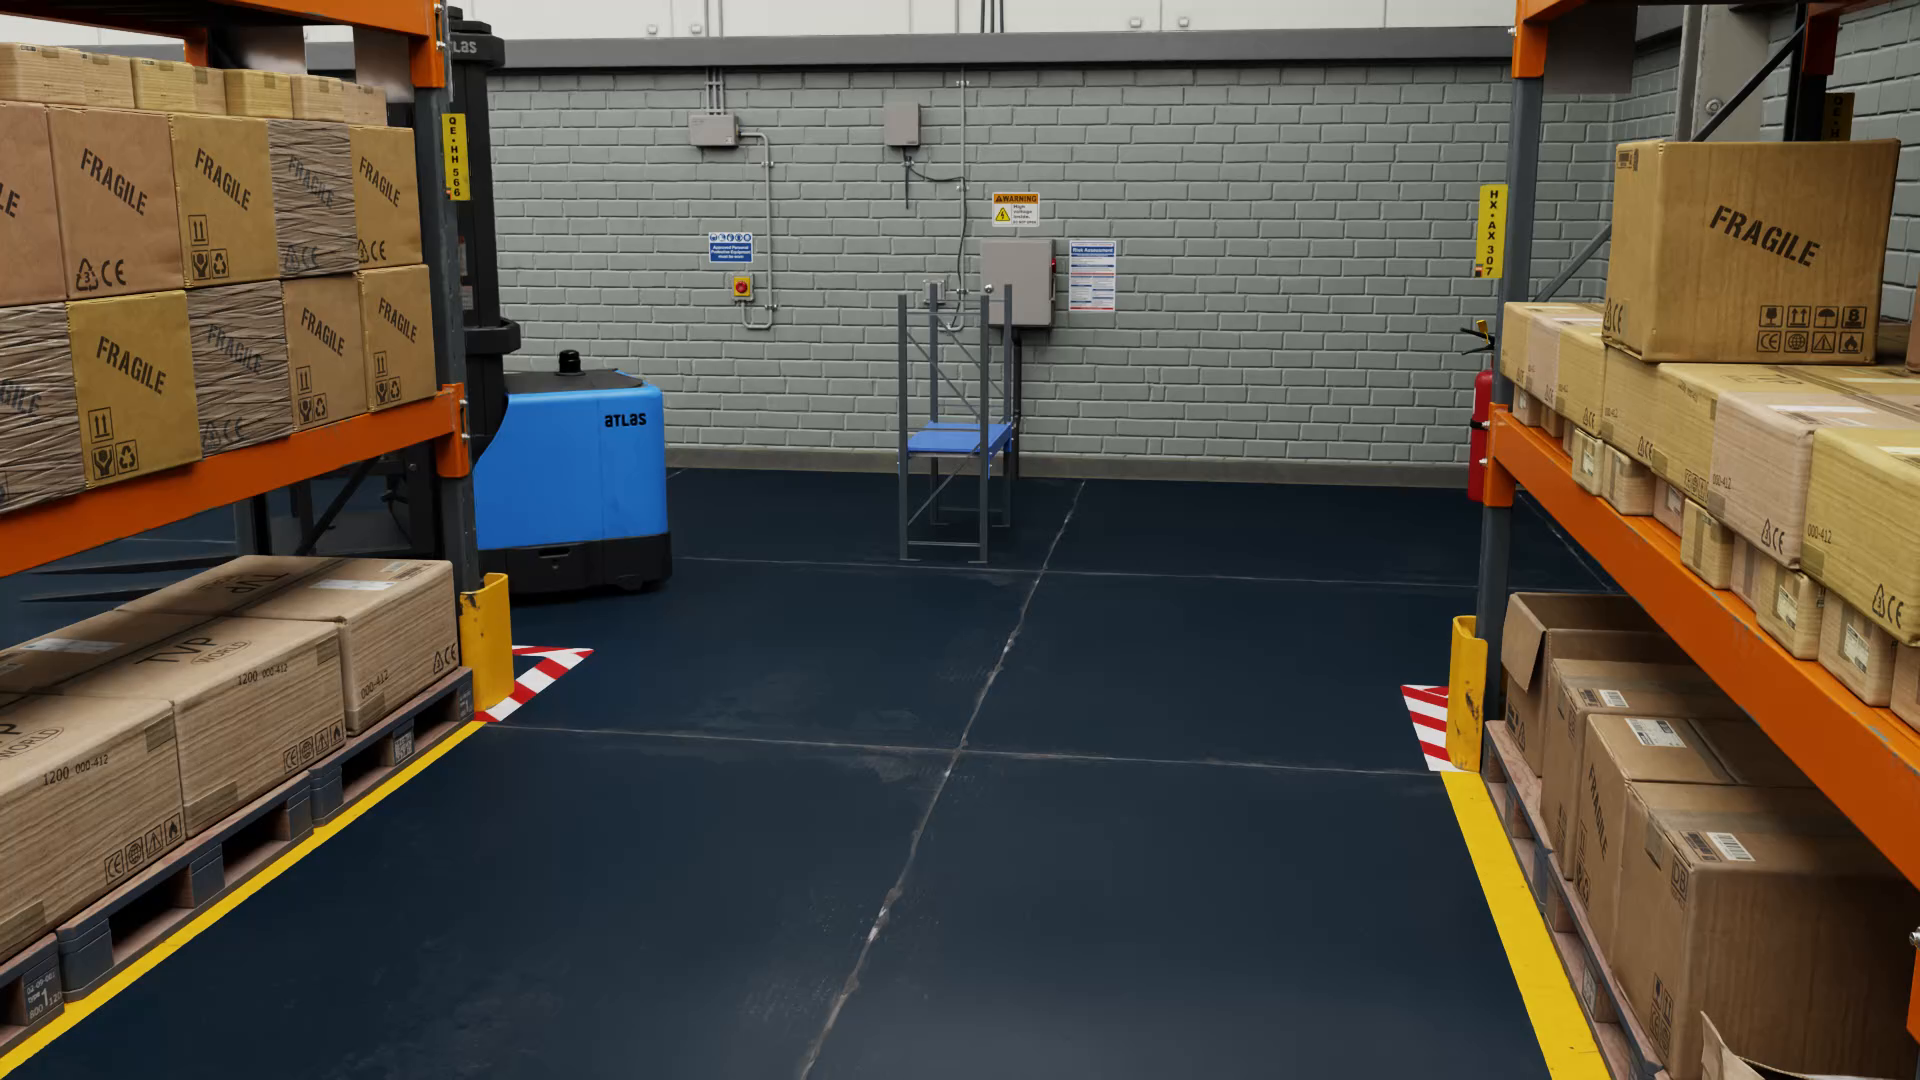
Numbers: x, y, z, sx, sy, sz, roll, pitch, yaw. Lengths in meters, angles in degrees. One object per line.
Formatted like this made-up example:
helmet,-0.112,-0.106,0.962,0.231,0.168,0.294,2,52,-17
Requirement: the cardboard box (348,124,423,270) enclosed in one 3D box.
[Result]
cardboard box,-2.319,-1.244,6.036,0.500,0.500,0.500,2,12,11

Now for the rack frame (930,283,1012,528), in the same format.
rack frame,0.065,-0.821,10.244,0.500,1.500,0.032,2,12,9

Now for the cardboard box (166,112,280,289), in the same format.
cardboard box,-2.450,-1.032,5.049,0.500,0.500,0.500,2,12,8

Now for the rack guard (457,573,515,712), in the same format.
rack guard,-2.476,0.402,6.940,1.175,0.500,0.348,2,12,9

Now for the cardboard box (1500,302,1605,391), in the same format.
cardboard box,2.089,-0.641,5.497,0.500,0.250,0.500,2,12,9

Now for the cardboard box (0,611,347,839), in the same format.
cardboard box,-2.615,0.564,5.341,0.875,0.438,0.875,2,12,10

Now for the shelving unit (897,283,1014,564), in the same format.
shelving unit,-0.013,-0.715,9.753,0.538,1.500,1.048,2,12,9

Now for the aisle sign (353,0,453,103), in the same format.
aisle sign,-2.163,-2.090,6.402,0.394,0.787,0.004,2,12,9

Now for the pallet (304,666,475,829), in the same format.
pallet,-2.526,0.718,6.163,1.003,0.211,1.213,2,12,9

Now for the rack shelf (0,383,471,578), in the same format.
rack shelf,-2.788,-0.047,4.797,1.077,0.370,4.000,2,12,9

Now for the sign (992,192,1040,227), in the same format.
sign,0.394,-2.339,11.768,0.339,0.242,0.001,2,12,9

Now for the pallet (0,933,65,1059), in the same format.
pallet,-2.901,1.225,3.806,1.003,0.211,1.213,2,12,9

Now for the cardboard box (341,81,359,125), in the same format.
cardboard box,-2.353,-1.535,5.843,0.380,0.149,0.250,2,12,10

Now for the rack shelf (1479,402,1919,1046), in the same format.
rack shelf,2.117,0.113,4.054,1.077,0.370,4.000,2,12,9

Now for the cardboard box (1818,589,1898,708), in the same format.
cardboard box,1.628,0.171,2.674,0.380,0.149,0.250,2,12,10

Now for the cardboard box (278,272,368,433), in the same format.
cardboard box,-2.385,-0.650,5.654,0.500,0.500,0.500,2,12,7

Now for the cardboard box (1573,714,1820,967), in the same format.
cardboard box,1.887,0.770,4.238,0.500,0.500,0.500,2,12,10

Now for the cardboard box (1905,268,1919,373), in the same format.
cardboard box,2.302,-0.562,3.351,0.500,0.500,0.500,2,12,7

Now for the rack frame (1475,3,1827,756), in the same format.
rack frame,2.425,-0.655,5.910,1.000,3.000,0.127,2,12,9

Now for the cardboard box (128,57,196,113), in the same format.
cardboard box,-2.480,-1.321,4.851,0.380,0.149,0.250,2,12,10

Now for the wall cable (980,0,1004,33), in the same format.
wall cable,1.606,-4.836,10.983,2.988,3.039,0.133,2,12,9

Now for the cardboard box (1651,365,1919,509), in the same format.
cardboard box,1.799,-0.216,3.526,0.500,0.250,0.500,2,12,8

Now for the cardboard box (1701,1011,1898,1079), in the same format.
cardboard box,1.660,1.110,3.218,0.396,0.266,0.258,2,12,11

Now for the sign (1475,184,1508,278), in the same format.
sign,1.889,-1.095,5.901,0.100,0.325,0.005,2,12,9

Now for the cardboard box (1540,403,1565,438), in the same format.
cardboard box,2.110,-0.418,5.408,0.380,0.149,0.250,2,12,10

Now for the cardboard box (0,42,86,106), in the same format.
cardboard box,-2.538,-1.210,4.339,0.380,0.149,0.250,2,12,9

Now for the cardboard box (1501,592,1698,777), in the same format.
cardboard box,2.237,0.485,5.553,0.797,0.503,0.637,1,12,6

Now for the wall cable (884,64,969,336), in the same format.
wall cable,-0.233,-2.442,11.794,0.588,1.984,0.122,2,12,9

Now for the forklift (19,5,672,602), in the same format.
forklift,-3.082,-1.132,8.288,3.031,2.935,1.130,-5,13,-24

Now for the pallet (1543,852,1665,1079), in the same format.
pallet,2.102,1.144,4.186,1.003,0.211,1.213,2,12,9

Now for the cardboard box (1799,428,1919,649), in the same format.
cardboard box,1.647,-0.008,2.560,0.500,0.250,0.500,2,12,10

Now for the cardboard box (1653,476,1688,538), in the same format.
cardboard box,1.864,-0.094,3.907,0.380,0.149,0.250,2,12,9

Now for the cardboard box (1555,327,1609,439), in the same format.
cardboard box,1.937,-0.430,4.520,0.500,0.250,0.500,2,12,8

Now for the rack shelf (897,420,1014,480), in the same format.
rack shelf,-0.013,-0.540,9.791,0.538,0.185,1.000,2,12,9

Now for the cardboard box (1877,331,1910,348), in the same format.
cardboard box,2.455,-0.412,4.435,0.500,0.250,0.500,2,12,10

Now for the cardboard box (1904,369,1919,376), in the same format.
cardboard box,2.304,-0.200,3.453,0.500,0.250,0.500,2,12,10

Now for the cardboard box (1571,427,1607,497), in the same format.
cardboard box,1.856,-0.206,4.424,0.380,0.149,0.250,2,12,7

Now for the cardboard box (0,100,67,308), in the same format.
cardboard box,-2.609,-0.822,4.077,0.500,0.500,0.500,2,12,10

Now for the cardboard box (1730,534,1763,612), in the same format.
cardboard box,1.711,0.063,3.178,0.380,0.149,0.250,2,12,10

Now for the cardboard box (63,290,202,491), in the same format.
cardboard box,-2.521,-0.435,4.655,0.500,0.500,0.500,2,12,10

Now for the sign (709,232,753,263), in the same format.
sign,-1.674,-2.136,12.141,0.327,0.218,0.001,2,12,9

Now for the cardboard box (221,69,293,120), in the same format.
cardboard box,-2.389,-1.427,5.344,0.380,0.149,0.250,2,12,10

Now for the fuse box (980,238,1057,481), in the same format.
fuse box,0.417,-1.261,11.782,0.539,1.711,0.414,2,12,9

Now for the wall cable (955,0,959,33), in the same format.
wall cable,-1.141,-4.916,11.442,2.355,3.000,0.029,2,12,9
